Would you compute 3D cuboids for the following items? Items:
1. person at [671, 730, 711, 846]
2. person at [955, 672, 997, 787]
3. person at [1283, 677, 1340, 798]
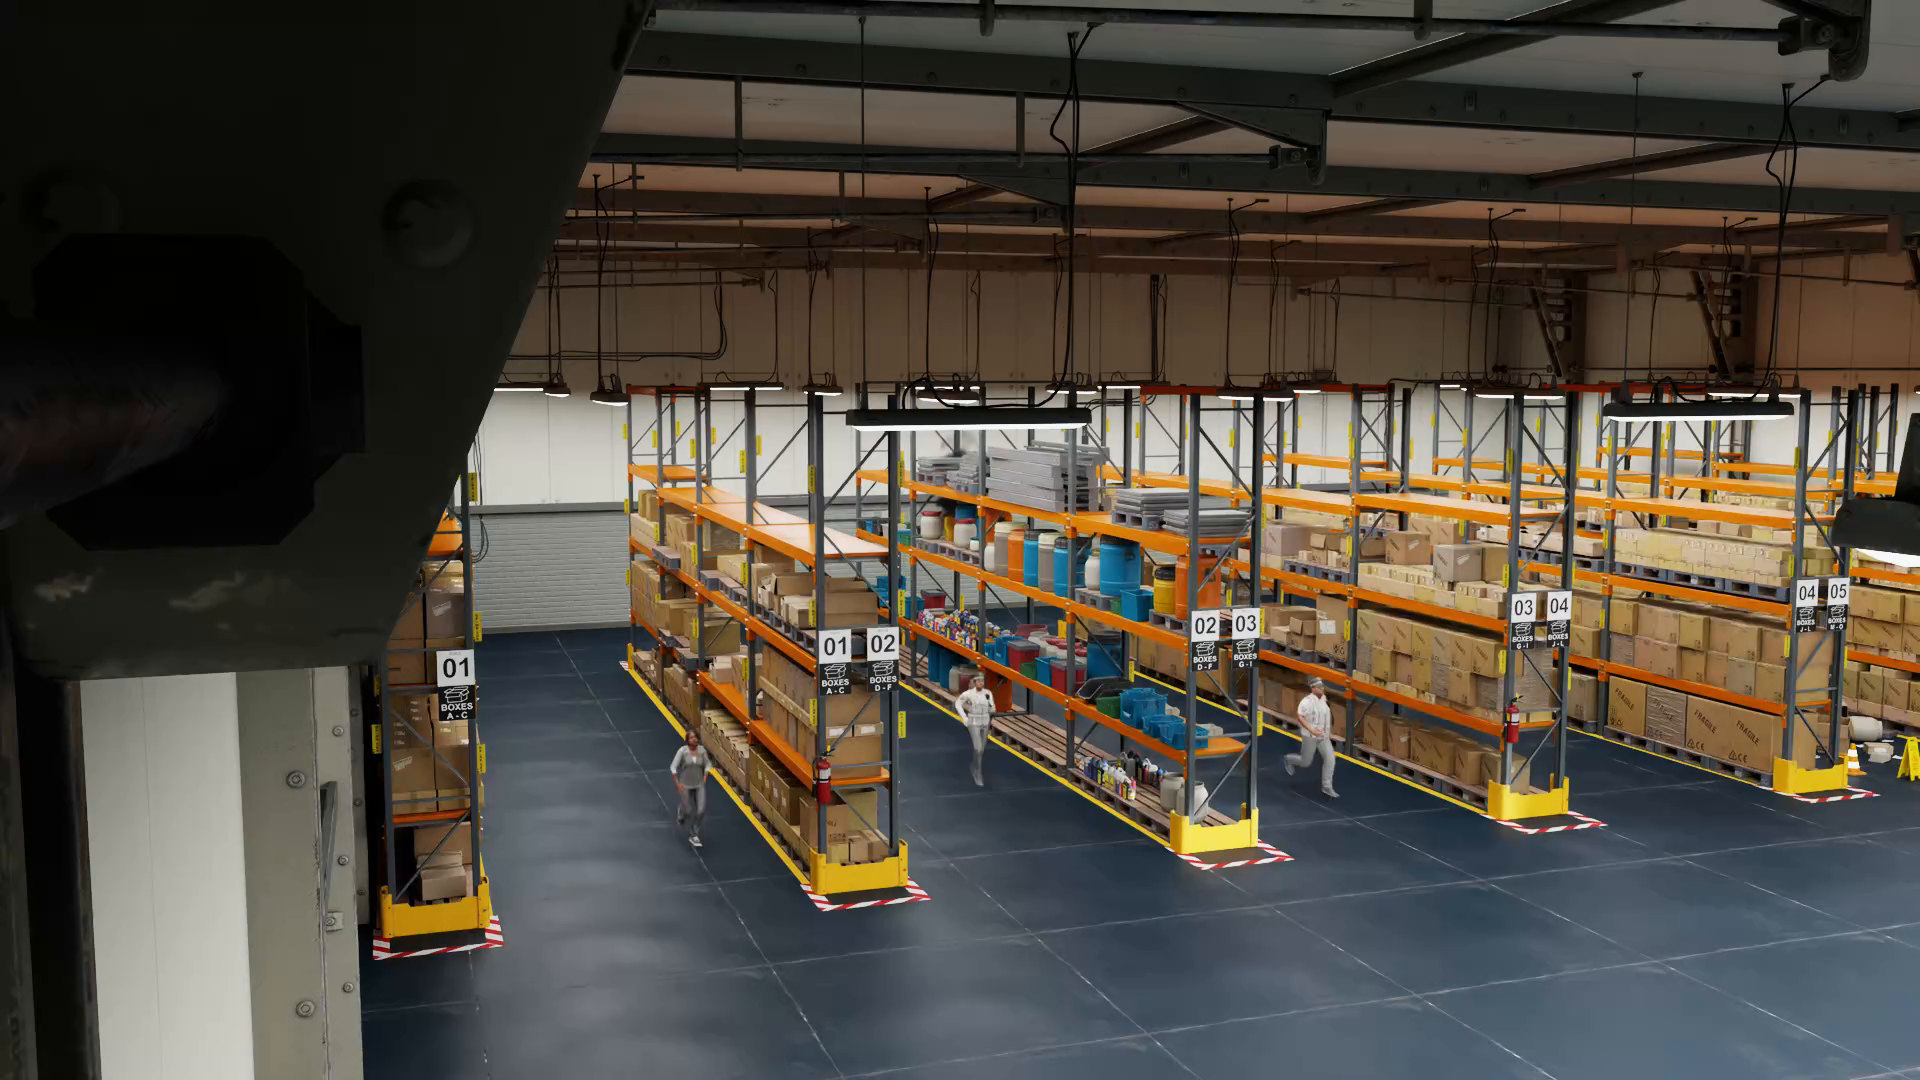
[{"bbox_3d":[-3.580,3.283,22.199,0.543,1.535,0.574,-2,6,-21],"label":"person"},{"bbox_3d":[0.268,2.870,25.466,0.595,1.754,0.623,-3,6,-25],"label":"person"},{"bbox_3d":[5.288,2.918,24.889,0.642,1.783,1.028,-3,7,-30],"label":"person"}]
